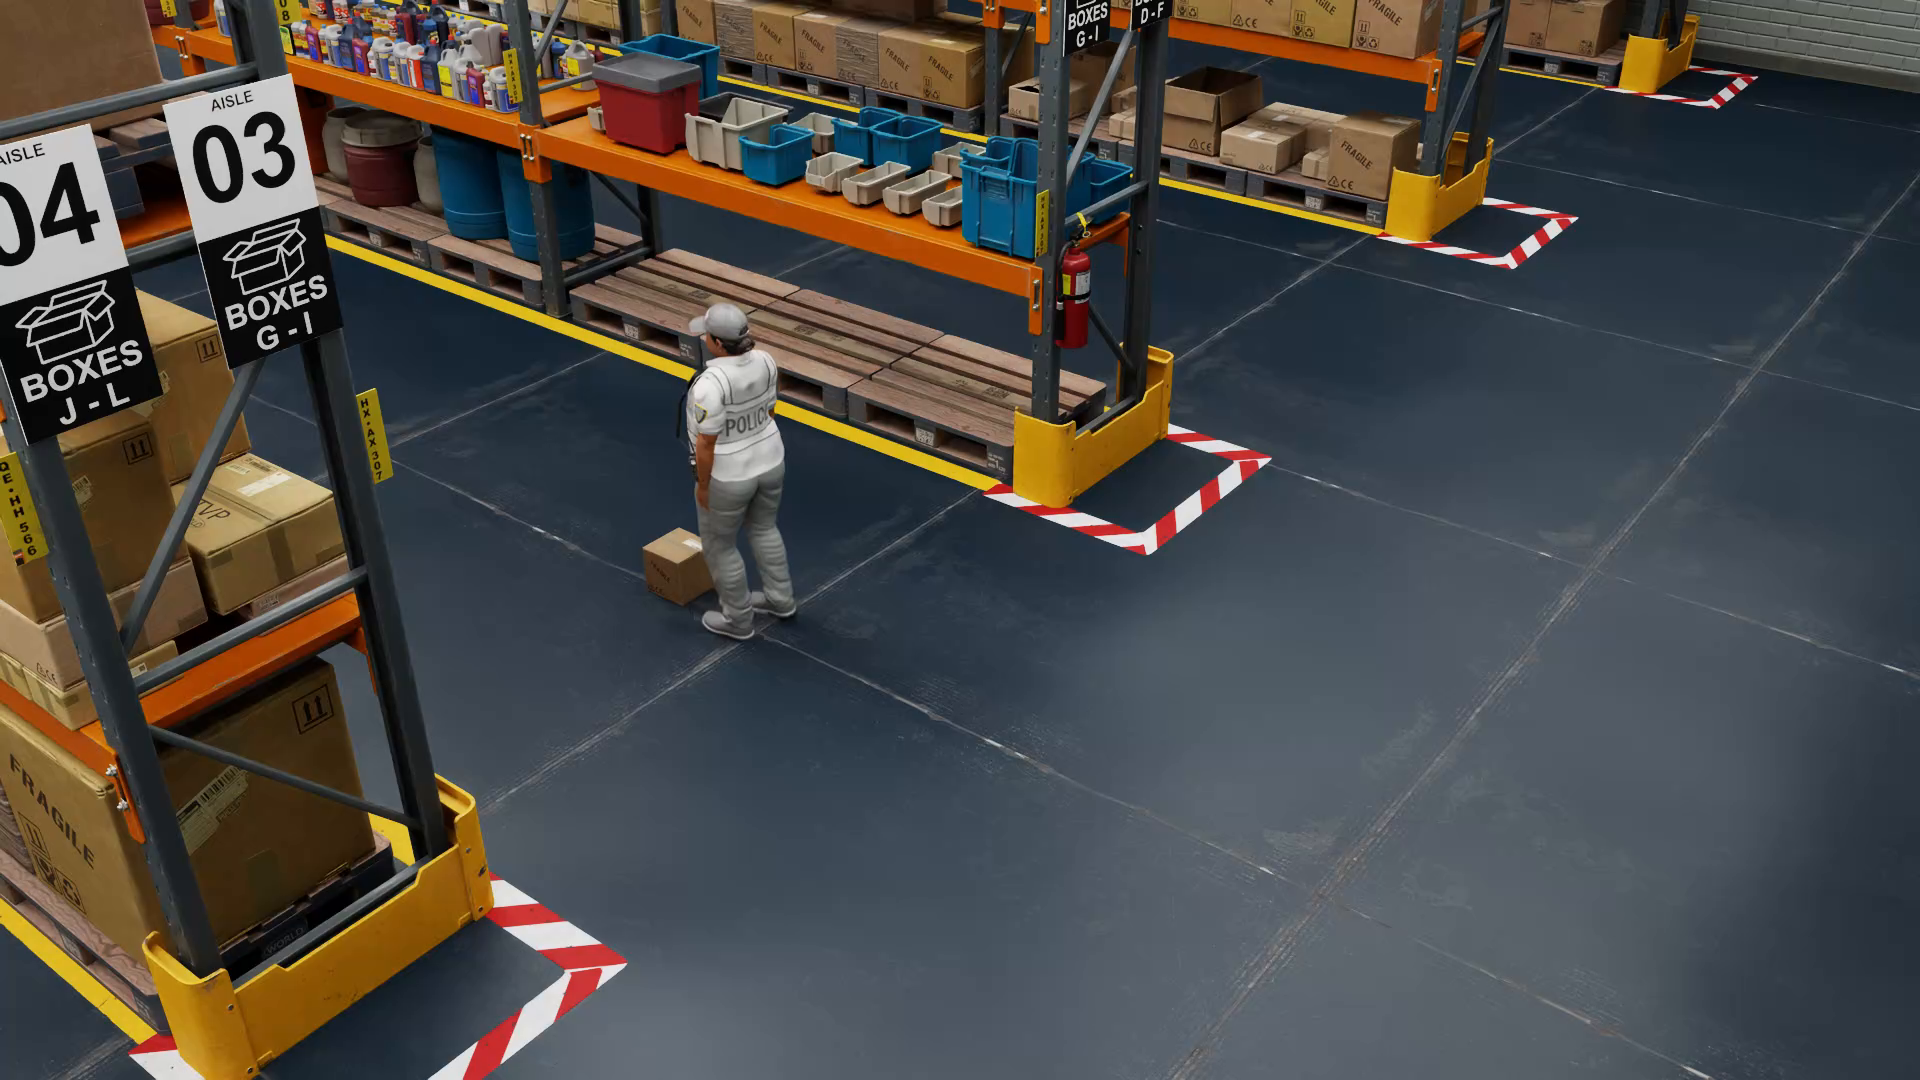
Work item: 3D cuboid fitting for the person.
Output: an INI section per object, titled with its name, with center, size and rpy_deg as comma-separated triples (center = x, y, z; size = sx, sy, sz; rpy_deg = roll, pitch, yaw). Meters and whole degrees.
[person]
center = -1.040, -0.314, 7.665
size = 0.390, 1.665, 0.467
rpy_deg = 22, 38, 32
